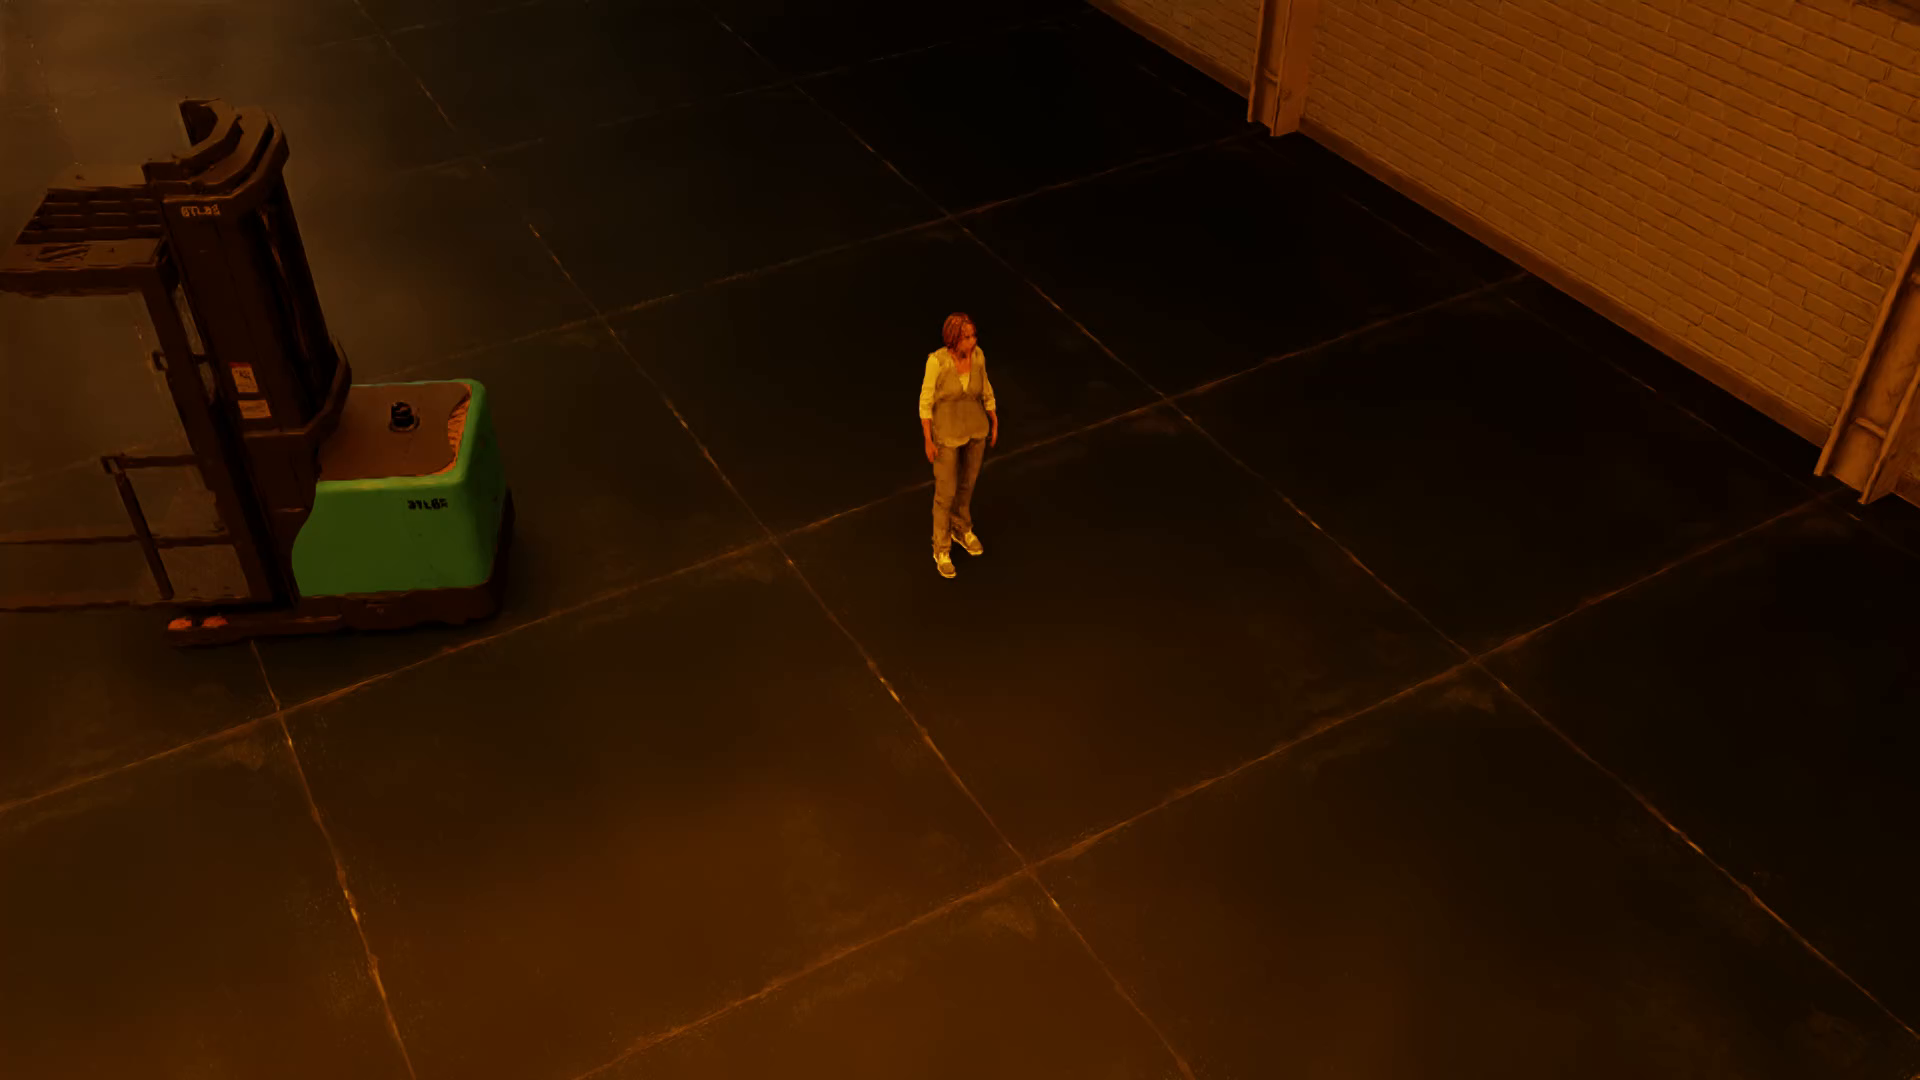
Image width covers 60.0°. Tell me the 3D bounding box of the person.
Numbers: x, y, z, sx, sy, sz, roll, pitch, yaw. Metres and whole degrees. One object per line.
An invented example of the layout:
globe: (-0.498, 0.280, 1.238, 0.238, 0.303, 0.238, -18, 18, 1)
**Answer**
person: (0.025, -0.572, 9.765, 0.521, 1.591, 0.474, -20, 44, -23)

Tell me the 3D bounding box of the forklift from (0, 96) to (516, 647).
forklift: (-4.249, -0.866, 9.080, 3.031, 2.935, 1.130, -4, 40, -4)
